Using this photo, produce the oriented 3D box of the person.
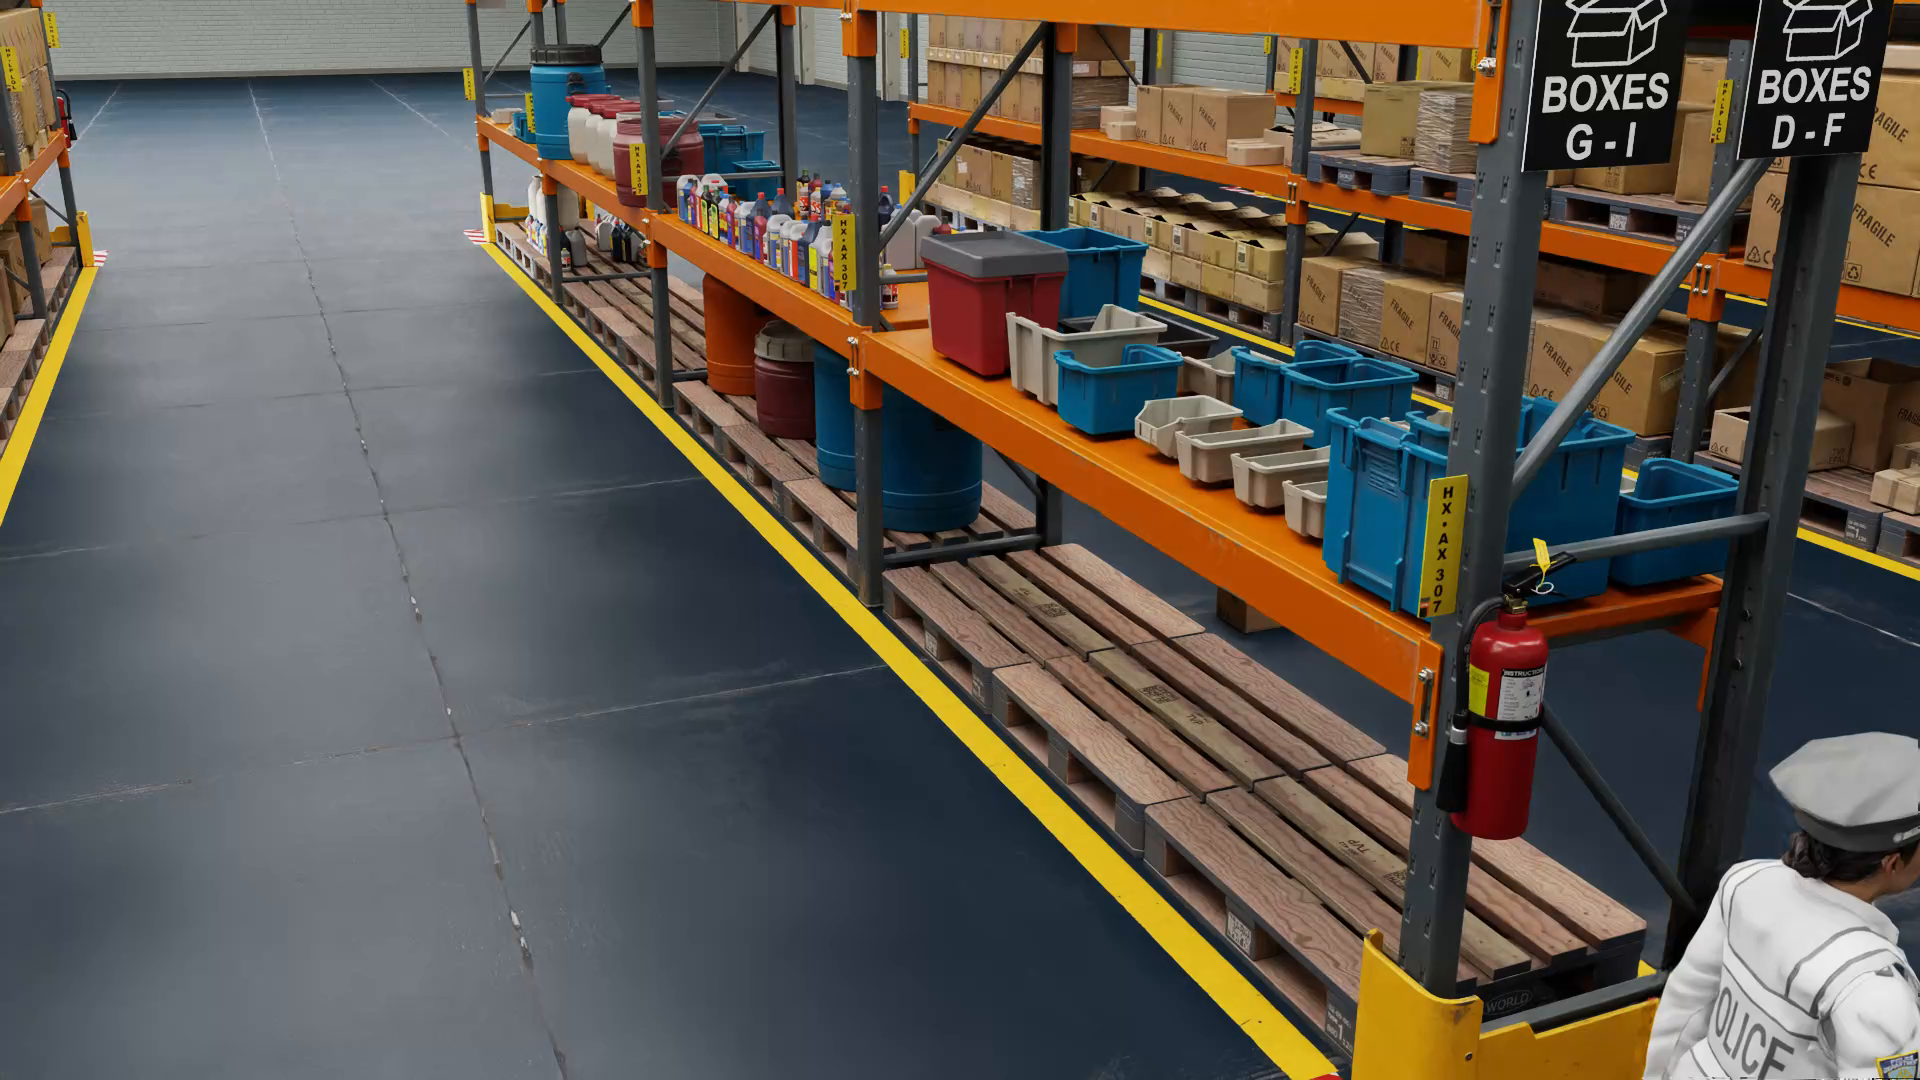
[{"bbox_3d":[1.424,1.090,2.887,1.080,1.596,0.526,1,19,3],"label":"person"}]
